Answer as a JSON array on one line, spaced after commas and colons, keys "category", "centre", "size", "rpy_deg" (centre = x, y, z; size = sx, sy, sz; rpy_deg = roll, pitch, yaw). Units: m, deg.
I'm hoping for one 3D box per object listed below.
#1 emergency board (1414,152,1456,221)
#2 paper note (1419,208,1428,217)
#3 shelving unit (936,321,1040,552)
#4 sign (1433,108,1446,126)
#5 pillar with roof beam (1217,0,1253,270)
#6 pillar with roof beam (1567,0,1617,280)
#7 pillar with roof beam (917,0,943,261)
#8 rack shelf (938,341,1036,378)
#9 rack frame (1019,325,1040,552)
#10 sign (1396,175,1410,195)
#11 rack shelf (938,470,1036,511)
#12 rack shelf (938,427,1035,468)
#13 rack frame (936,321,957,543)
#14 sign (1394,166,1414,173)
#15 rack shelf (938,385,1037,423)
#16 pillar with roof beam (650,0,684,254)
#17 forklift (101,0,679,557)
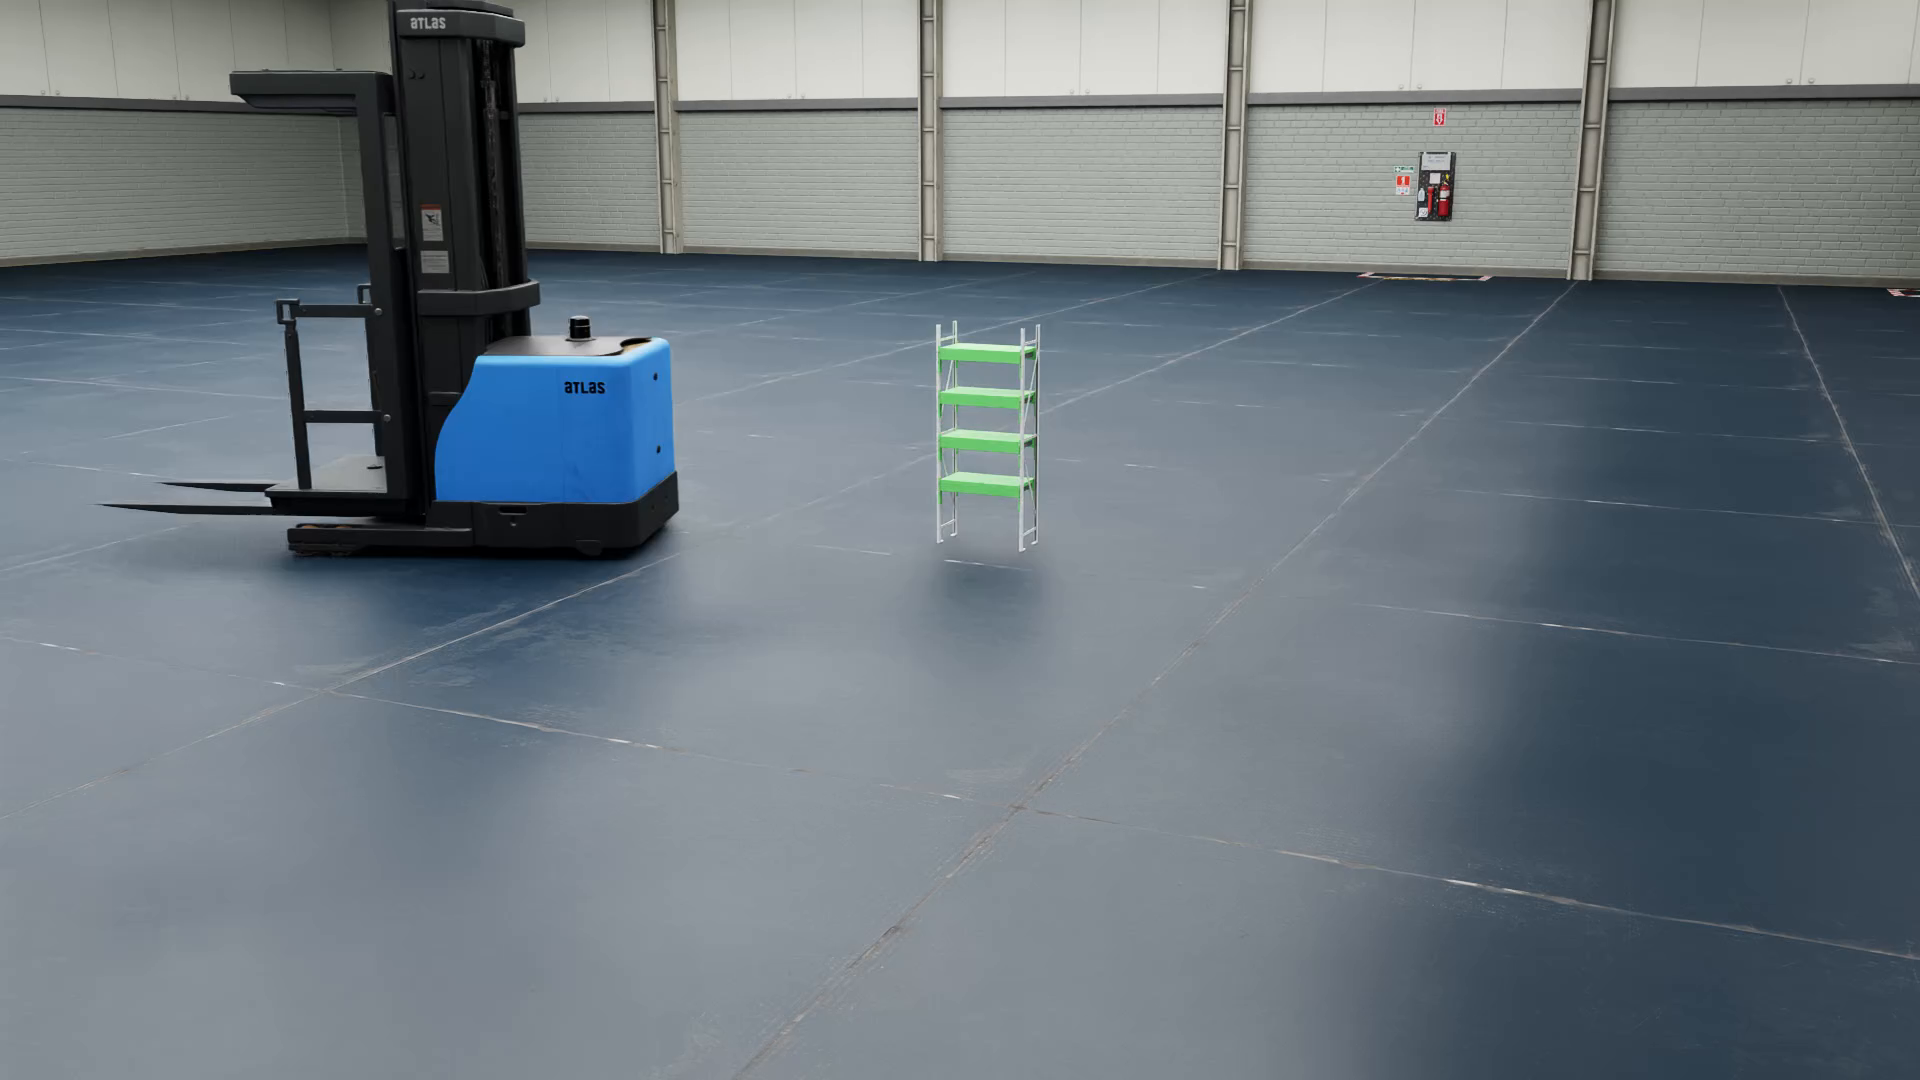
[{"category": "emergency board", "centre": [8.158, -6.073, 28.569], "size": [0.643, 1.169, 0.194], "rpy_deg": [6, 14, 23]}, {"category": "paper note", "centre": [8.024, -5.675, 28.801], "size": [0.142, 0.148, 0.016], "rpy_deg": [6, 14, 23]}, {"category": "shelving unit", "centre": [0.151, -0.569, 9.052], "size": [0.503, 1.200, 0.258], "rpy_deg": [6, 14, 23]}, {"category": "sign", "centre": [8.191, -7.223, 28.396], "size": [0.199, 0.298, 0.001], "rpy_deg": [6, 14, 23]}, {"category": "pillar with roof beam", "centre": [3.172, -8.413, 25.410], "size": [0.400, 9.000, 9.100], "rpy_deg": [6, 14, 23]}, {"category": "pillar with roof beam", "centre": [8.658, -7.858, 23.044], "size": [0.400, 9.000, 9.100], "rpy_deg": [6, 14, 23]}, {"category": "pillar with roof beam", "centre": [-2.313, -8.968, 27.775], "size": [0.400, 9.000, 9.100], "rpy_deg": [6, 14, 23]}, {"category": "rack shelf", "centre": [0.151, -0.974, 8.957], "size": [0.480, 0.148, 0.258], "rpy_deg": [6, 14, 23]}, {"category": "rack frame", "centre": [0.374, -0.546, 8.956], "size": [0.015, 1.200, 0.240], "rpy_deg": [6, 14, 23]}, {"category": "sign", "centre": [7.694, -6.163, 28.875], "size": [0.234, 0.329, 0.001], "rpy_deg": [6, 14, 23]}, {"category": "rack shelf", "centre": [0.151, -0.273, 9.122], "size": [0.480, 0.148, 0.258], "rpy_deg": [6, 14, 23]}, {"category": "rack shelf", "centre": [0.151, -0.507, 9.067], "size": [0.480, 0.148, 0.258], "rpy_deg": [6, 14, 23]}, {"category": "rack frame", "centre": [-0.072, -0.591, 9.149], "size": [0.015, 1.200, 0.240], "rpy_deg": [6, 14, 23]}, {"category": "sign", "centre": [7.695, -6.419, 28.805], "size": [0.331, 0.109, 0.001], "rpy_deg": [6, 14, 23]}, {"category": "rack shelf", "centre": [0.151, -0.740, 9.012], "size": [0.480, 0.148, 0.258], "rpy_deg": [6, 14, 23]}, {"category": "pillar with roof beam", "centre": [-7.799, -9.523, 30.141], "size": [0.400, 9.000, 9.100], "rpy_deg": [6, 14, 23]}, {"category": "forklift", "centre": [-3.178, -1.456, 9.044], "size": [3.031, 2.935, 1.130], "rpy_deg": [1, 13, 4]}]
